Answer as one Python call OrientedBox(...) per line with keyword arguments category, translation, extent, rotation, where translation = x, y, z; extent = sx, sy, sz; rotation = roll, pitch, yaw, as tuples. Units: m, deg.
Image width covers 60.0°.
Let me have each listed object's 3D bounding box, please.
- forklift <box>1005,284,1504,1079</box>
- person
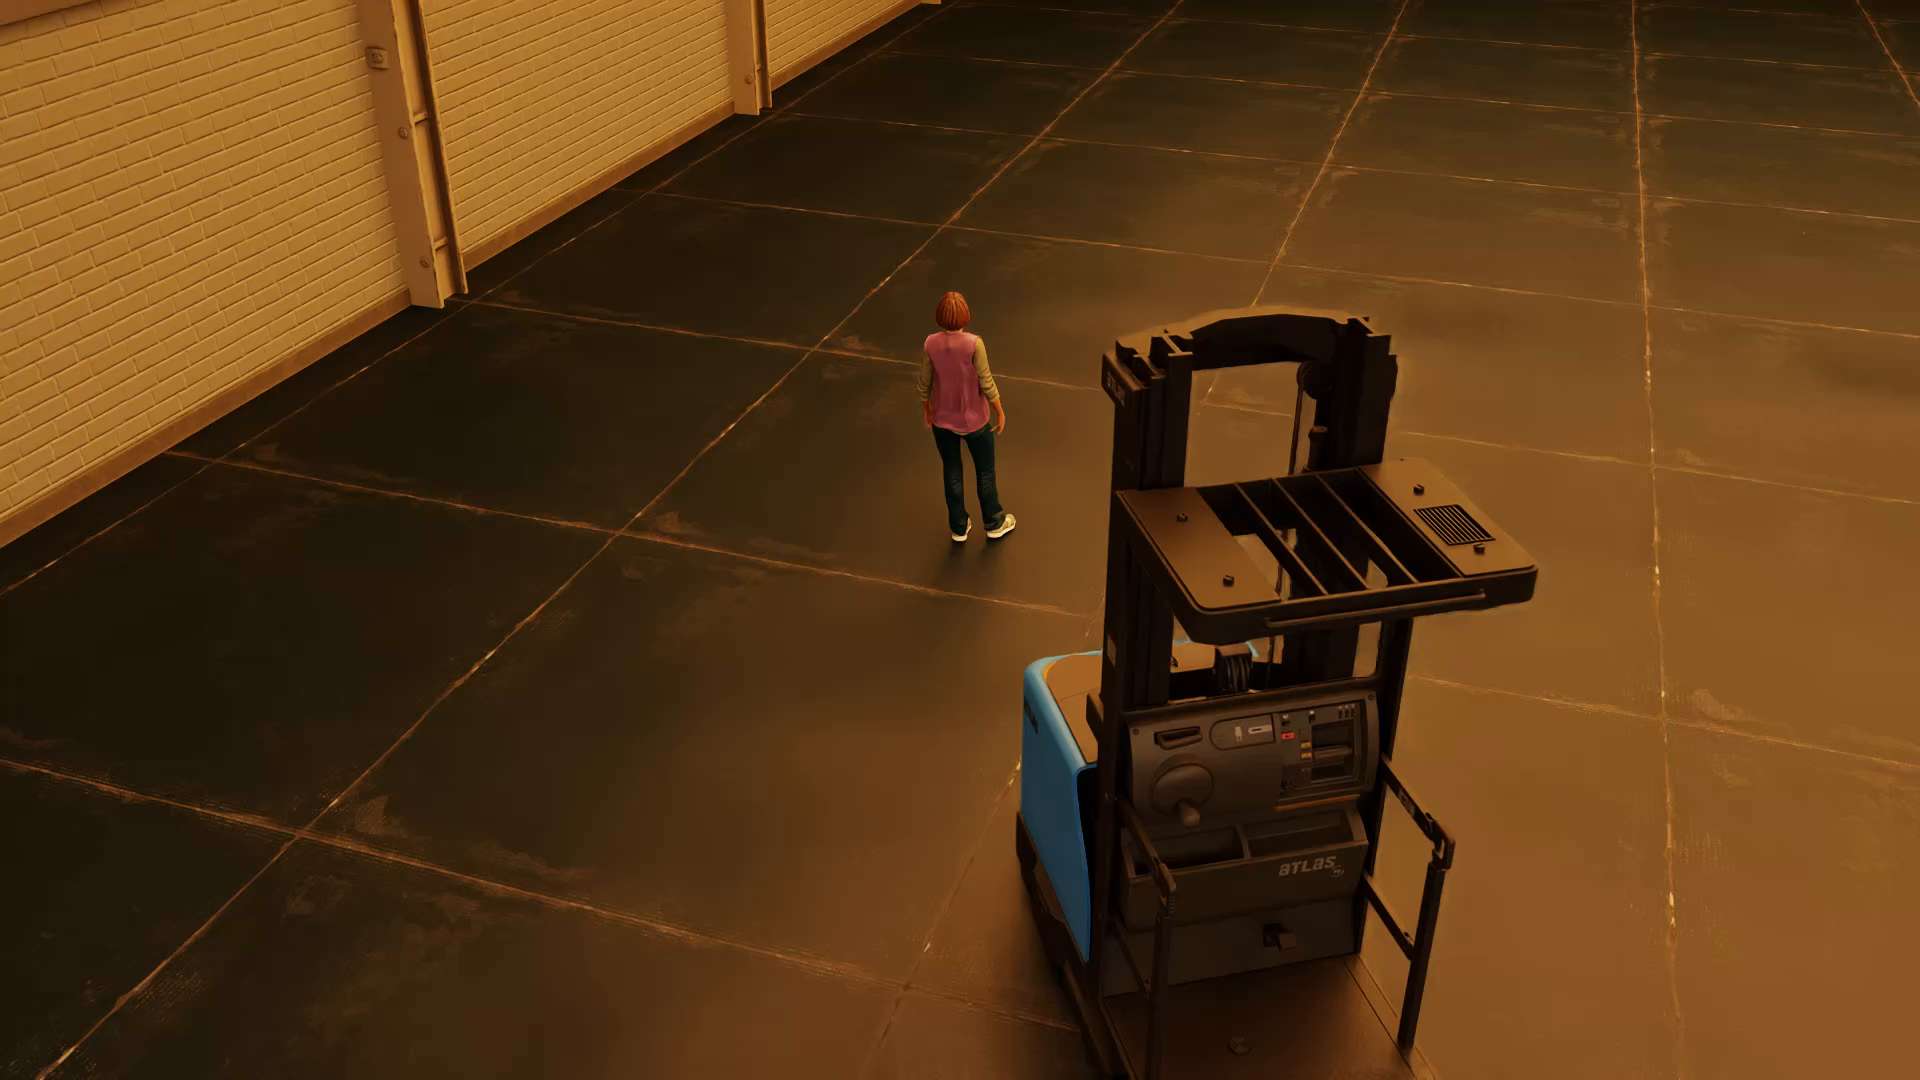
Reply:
OrientedBox(category="forklift", translation=(1.049, 0.722, 5.870), extent=(1.130, 2.935, 3.031), rotation=(-7, 30, -12))
OrientedBox(category="person", translation=(0.038, -0.733, 9.753), extent=(0.519, 1.597, 0.475), rotation=(10, 31, 16))
